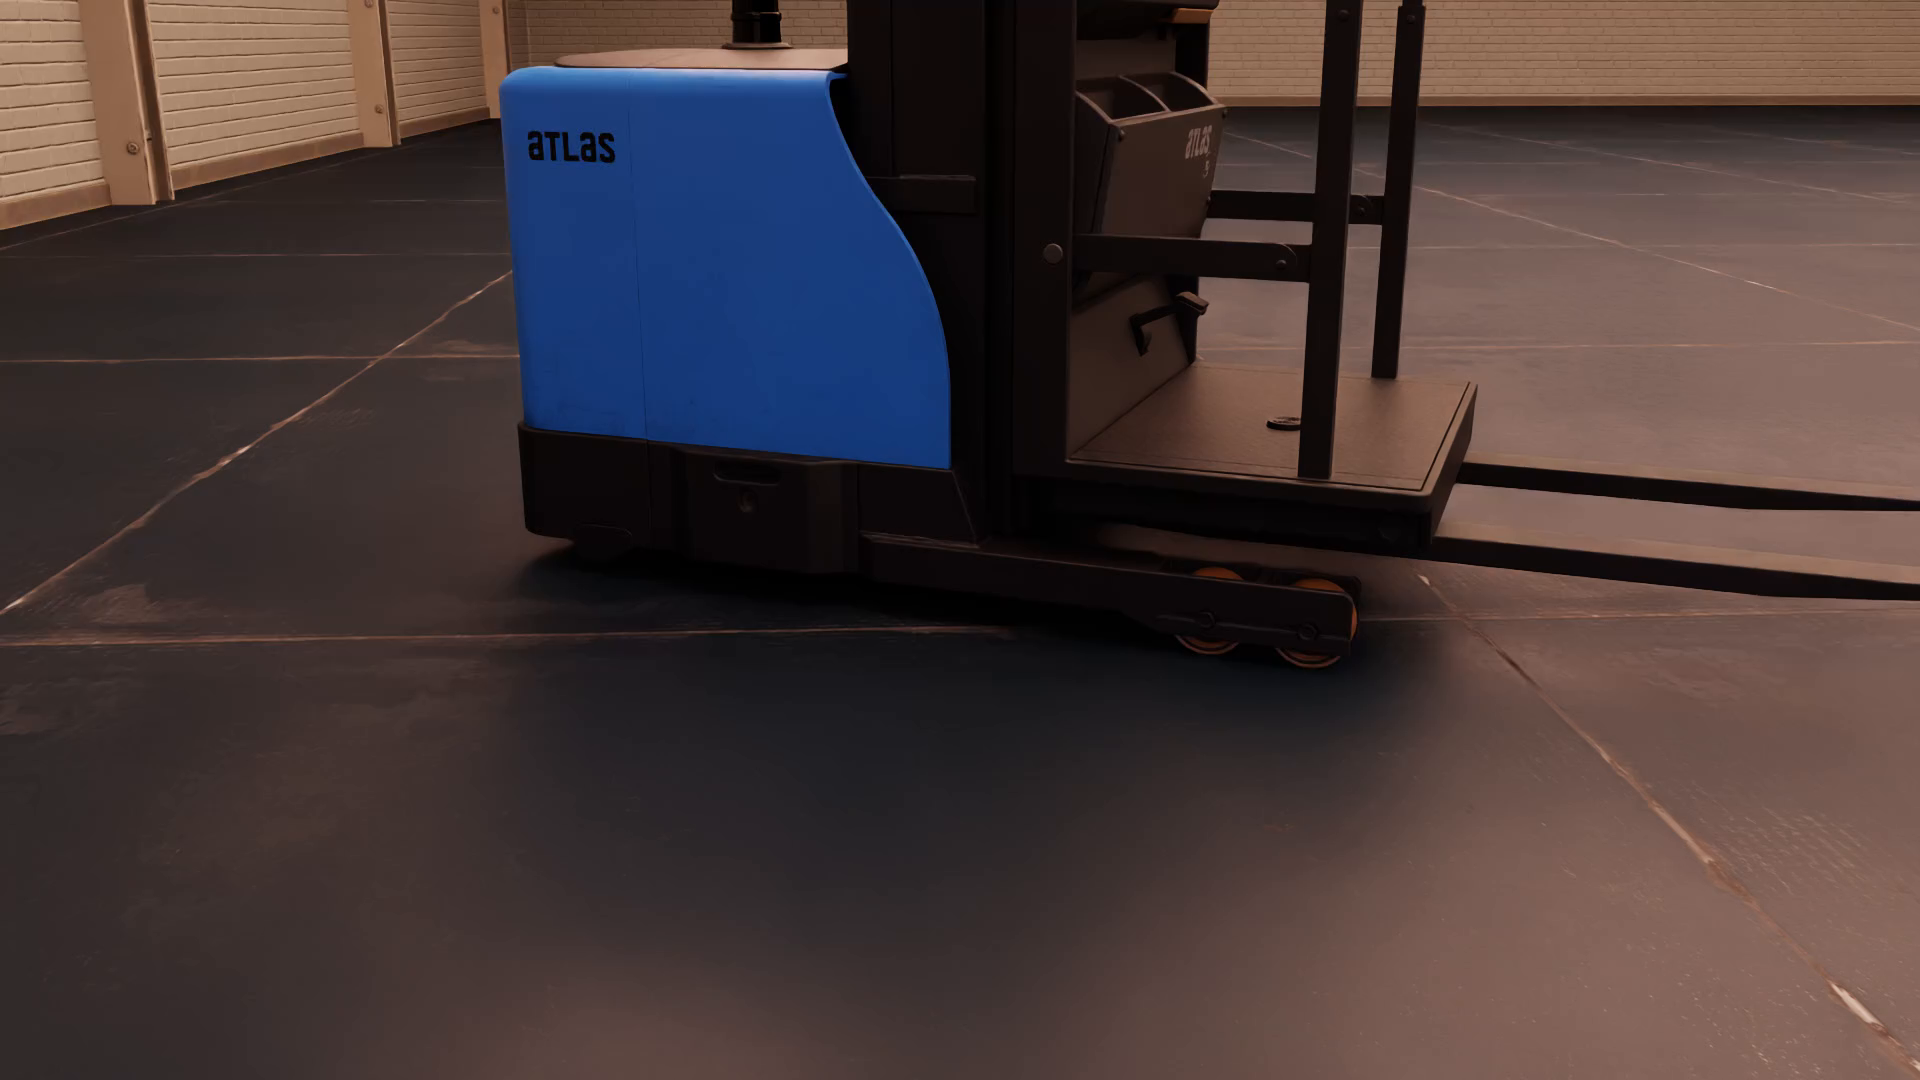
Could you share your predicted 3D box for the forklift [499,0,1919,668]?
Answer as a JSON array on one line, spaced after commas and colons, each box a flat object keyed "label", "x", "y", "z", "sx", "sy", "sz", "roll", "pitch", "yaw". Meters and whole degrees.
[{"label": "forklift", "x": 0.583, "y": -1.336, "z": 3.275, "sx": 3.031, "sy": 2.935, "sz": 1.130, "roll": 6, "pitch": 18, "yaw": 20}]
